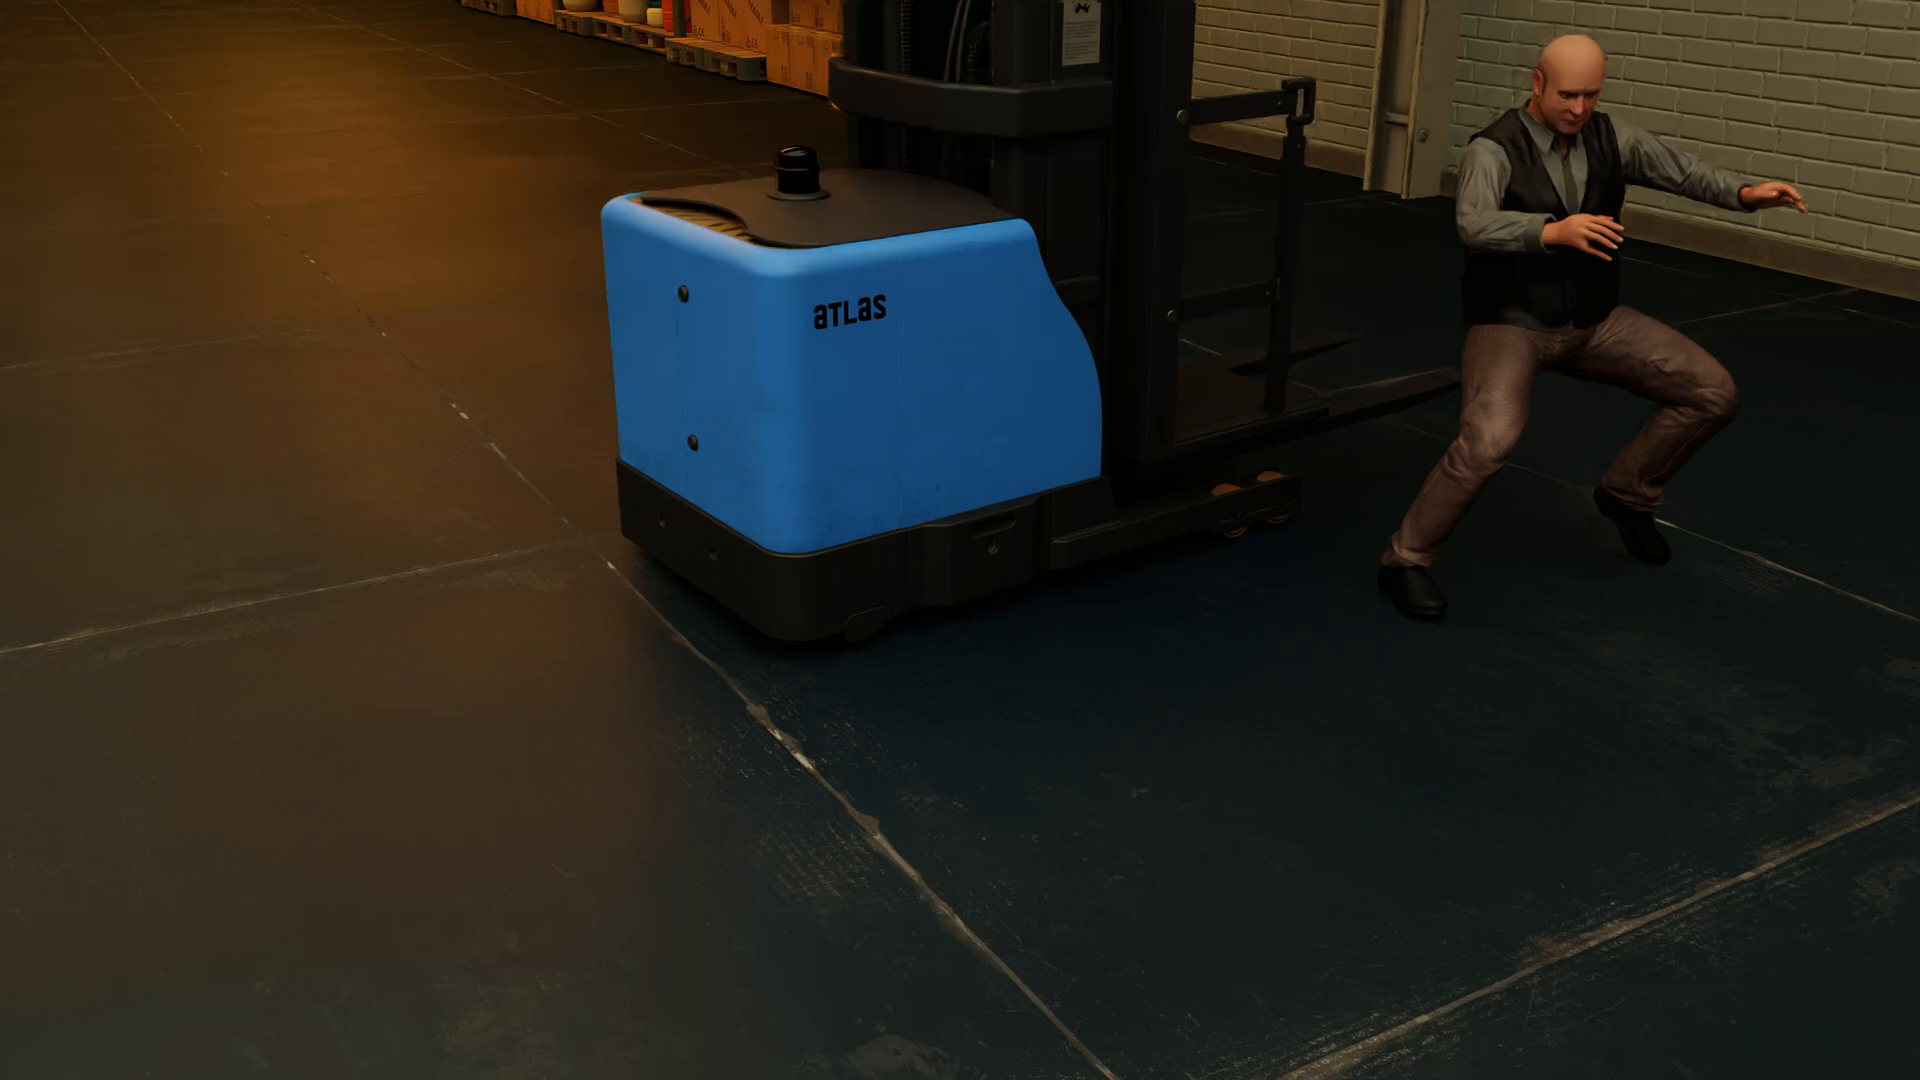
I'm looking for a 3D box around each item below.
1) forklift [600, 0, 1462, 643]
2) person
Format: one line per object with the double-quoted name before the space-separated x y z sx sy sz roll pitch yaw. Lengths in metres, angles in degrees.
"forklift" 0.467 -1.509 4.952 3.031 2.935 1.130 -16 27 -33
"person" 1.666 -0.592 4.565 0.956 1.511 0.761 -4 23 -10
